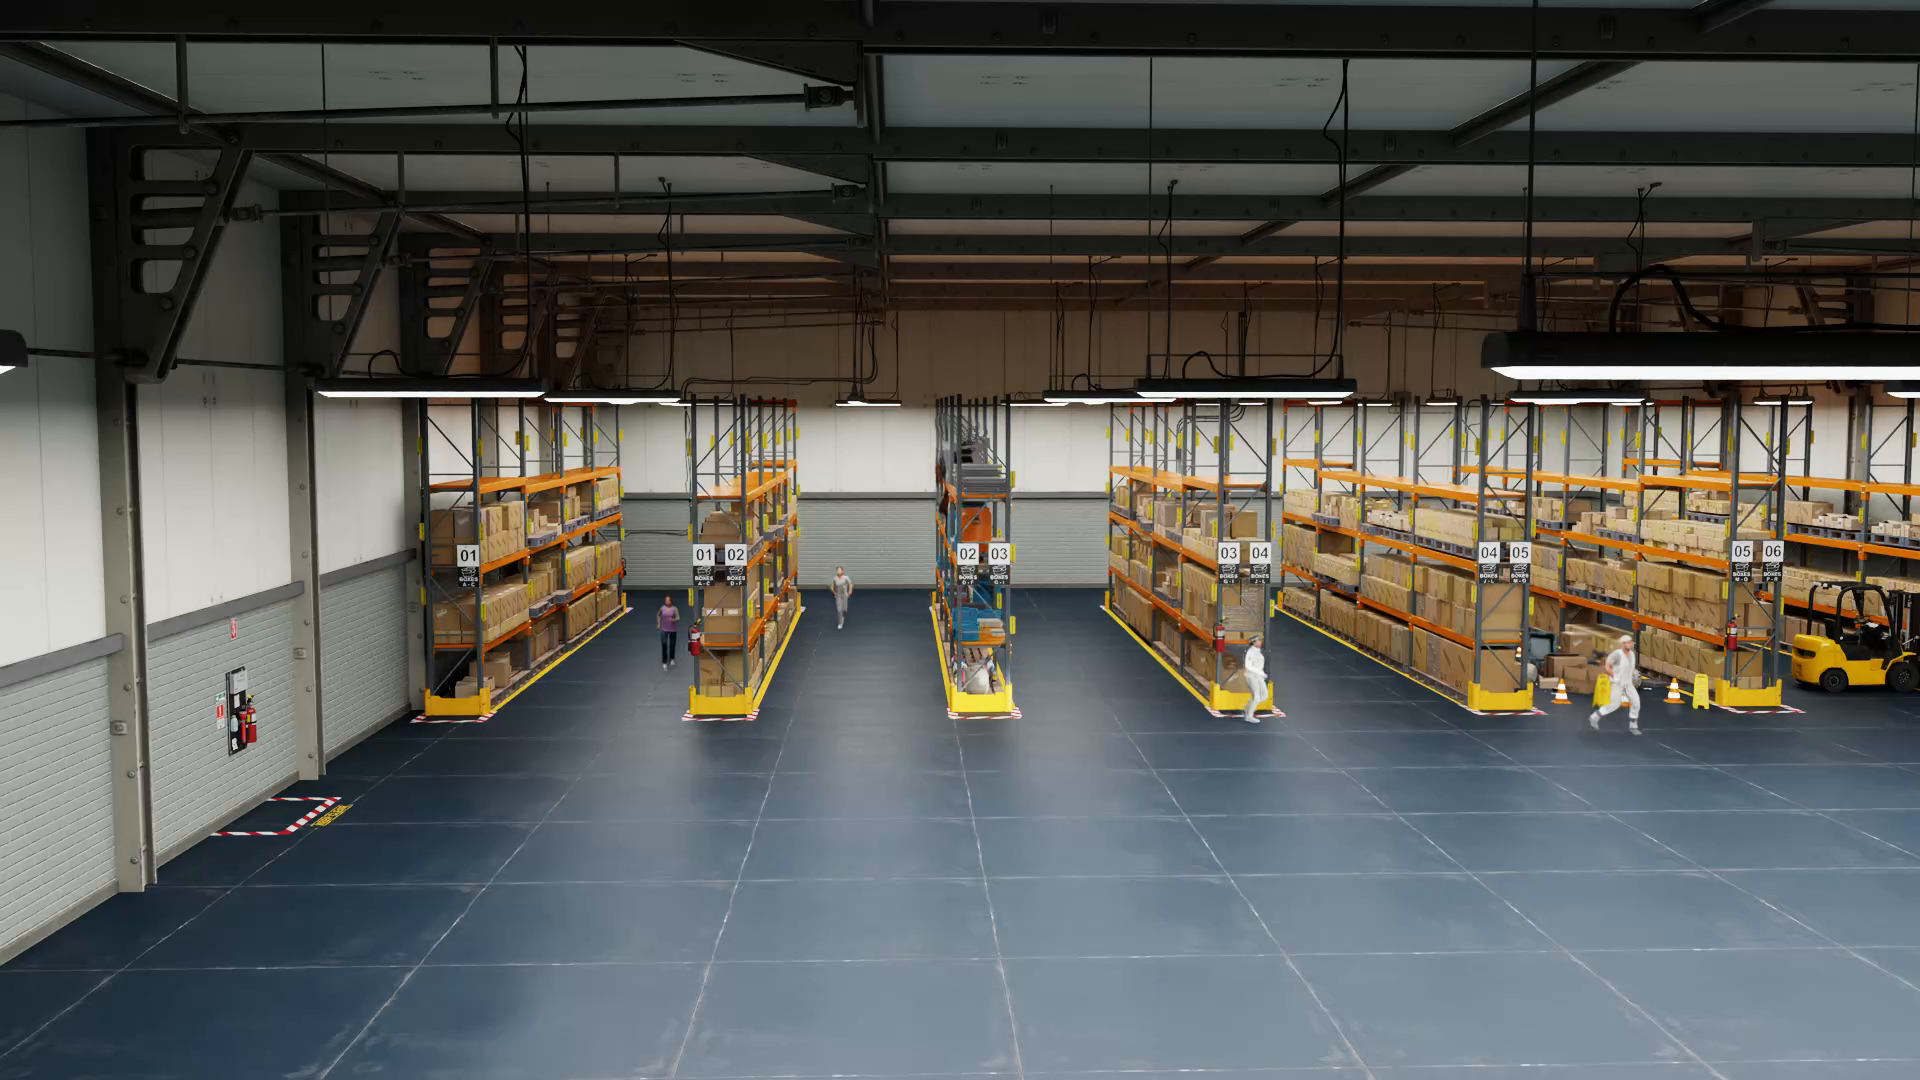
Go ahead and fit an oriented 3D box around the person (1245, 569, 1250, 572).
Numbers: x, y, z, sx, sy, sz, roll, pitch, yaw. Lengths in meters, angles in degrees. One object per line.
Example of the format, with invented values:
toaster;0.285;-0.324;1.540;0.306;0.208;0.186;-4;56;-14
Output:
person;8.097;1.275;45.385;0.729;1.734;0.842;1;5;7

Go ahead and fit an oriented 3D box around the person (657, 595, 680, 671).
person;-6.423;2.087;36.642;0.509;1.550;0.728;-1;5;-8

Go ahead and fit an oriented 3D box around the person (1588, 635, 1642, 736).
person;11.648;2.555;29.367;0.885;1.778;0.732;-3;5;-31

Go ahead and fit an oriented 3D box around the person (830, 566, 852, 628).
person;-3.108;1.494;43.513;0.578;1.635;0.640;0;5;-2

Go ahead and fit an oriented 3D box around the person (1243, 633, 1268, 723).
person;5.385;2.510;30.315;0.537;1.659;0.619;3;5;33
